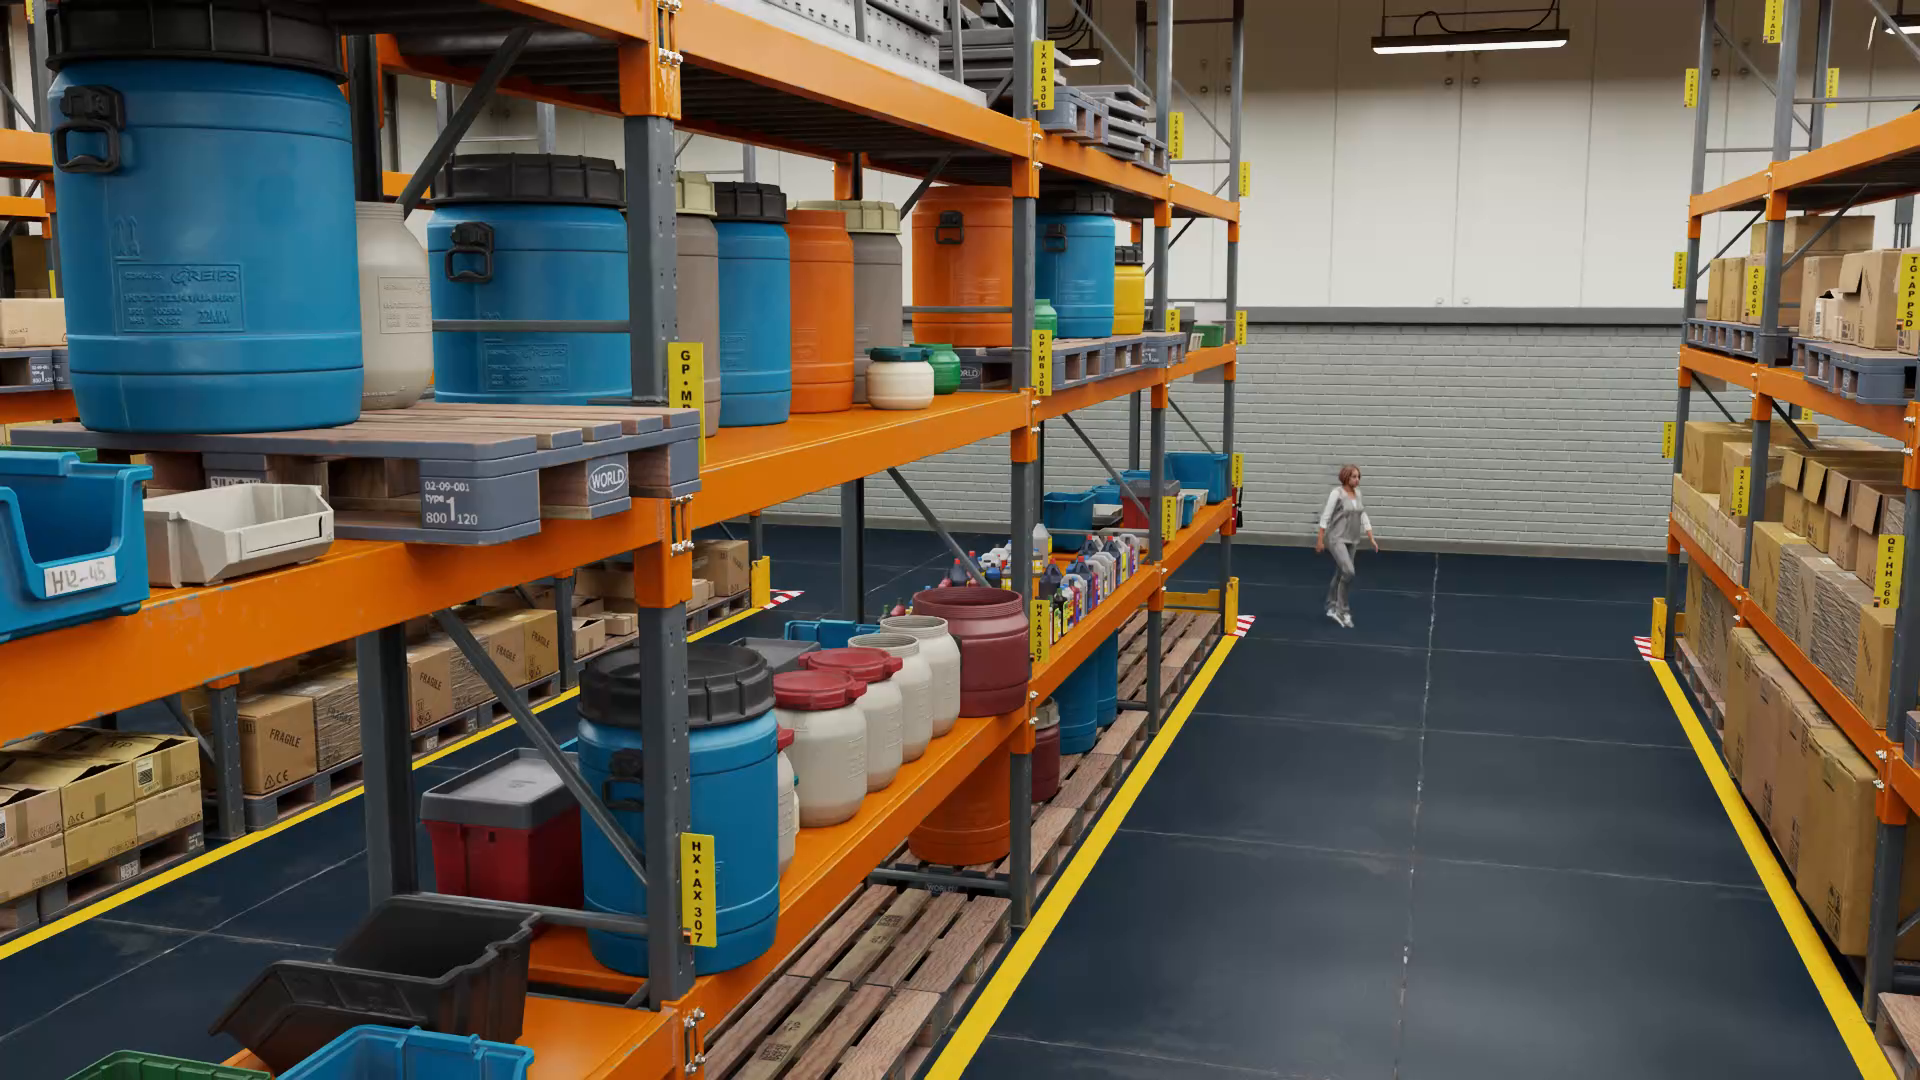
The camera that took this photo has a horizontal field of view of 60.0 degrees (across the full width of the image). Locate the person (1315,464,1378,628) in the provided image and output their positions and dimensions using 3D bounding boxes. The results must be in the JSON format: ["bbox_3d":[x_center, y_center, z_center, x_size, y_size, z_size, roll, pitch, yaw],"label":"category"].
[{"bbox_3d":[3.804,0.067,16.527,0.526,1.626,0.519,-6,10,-34],"label":"person"}]
